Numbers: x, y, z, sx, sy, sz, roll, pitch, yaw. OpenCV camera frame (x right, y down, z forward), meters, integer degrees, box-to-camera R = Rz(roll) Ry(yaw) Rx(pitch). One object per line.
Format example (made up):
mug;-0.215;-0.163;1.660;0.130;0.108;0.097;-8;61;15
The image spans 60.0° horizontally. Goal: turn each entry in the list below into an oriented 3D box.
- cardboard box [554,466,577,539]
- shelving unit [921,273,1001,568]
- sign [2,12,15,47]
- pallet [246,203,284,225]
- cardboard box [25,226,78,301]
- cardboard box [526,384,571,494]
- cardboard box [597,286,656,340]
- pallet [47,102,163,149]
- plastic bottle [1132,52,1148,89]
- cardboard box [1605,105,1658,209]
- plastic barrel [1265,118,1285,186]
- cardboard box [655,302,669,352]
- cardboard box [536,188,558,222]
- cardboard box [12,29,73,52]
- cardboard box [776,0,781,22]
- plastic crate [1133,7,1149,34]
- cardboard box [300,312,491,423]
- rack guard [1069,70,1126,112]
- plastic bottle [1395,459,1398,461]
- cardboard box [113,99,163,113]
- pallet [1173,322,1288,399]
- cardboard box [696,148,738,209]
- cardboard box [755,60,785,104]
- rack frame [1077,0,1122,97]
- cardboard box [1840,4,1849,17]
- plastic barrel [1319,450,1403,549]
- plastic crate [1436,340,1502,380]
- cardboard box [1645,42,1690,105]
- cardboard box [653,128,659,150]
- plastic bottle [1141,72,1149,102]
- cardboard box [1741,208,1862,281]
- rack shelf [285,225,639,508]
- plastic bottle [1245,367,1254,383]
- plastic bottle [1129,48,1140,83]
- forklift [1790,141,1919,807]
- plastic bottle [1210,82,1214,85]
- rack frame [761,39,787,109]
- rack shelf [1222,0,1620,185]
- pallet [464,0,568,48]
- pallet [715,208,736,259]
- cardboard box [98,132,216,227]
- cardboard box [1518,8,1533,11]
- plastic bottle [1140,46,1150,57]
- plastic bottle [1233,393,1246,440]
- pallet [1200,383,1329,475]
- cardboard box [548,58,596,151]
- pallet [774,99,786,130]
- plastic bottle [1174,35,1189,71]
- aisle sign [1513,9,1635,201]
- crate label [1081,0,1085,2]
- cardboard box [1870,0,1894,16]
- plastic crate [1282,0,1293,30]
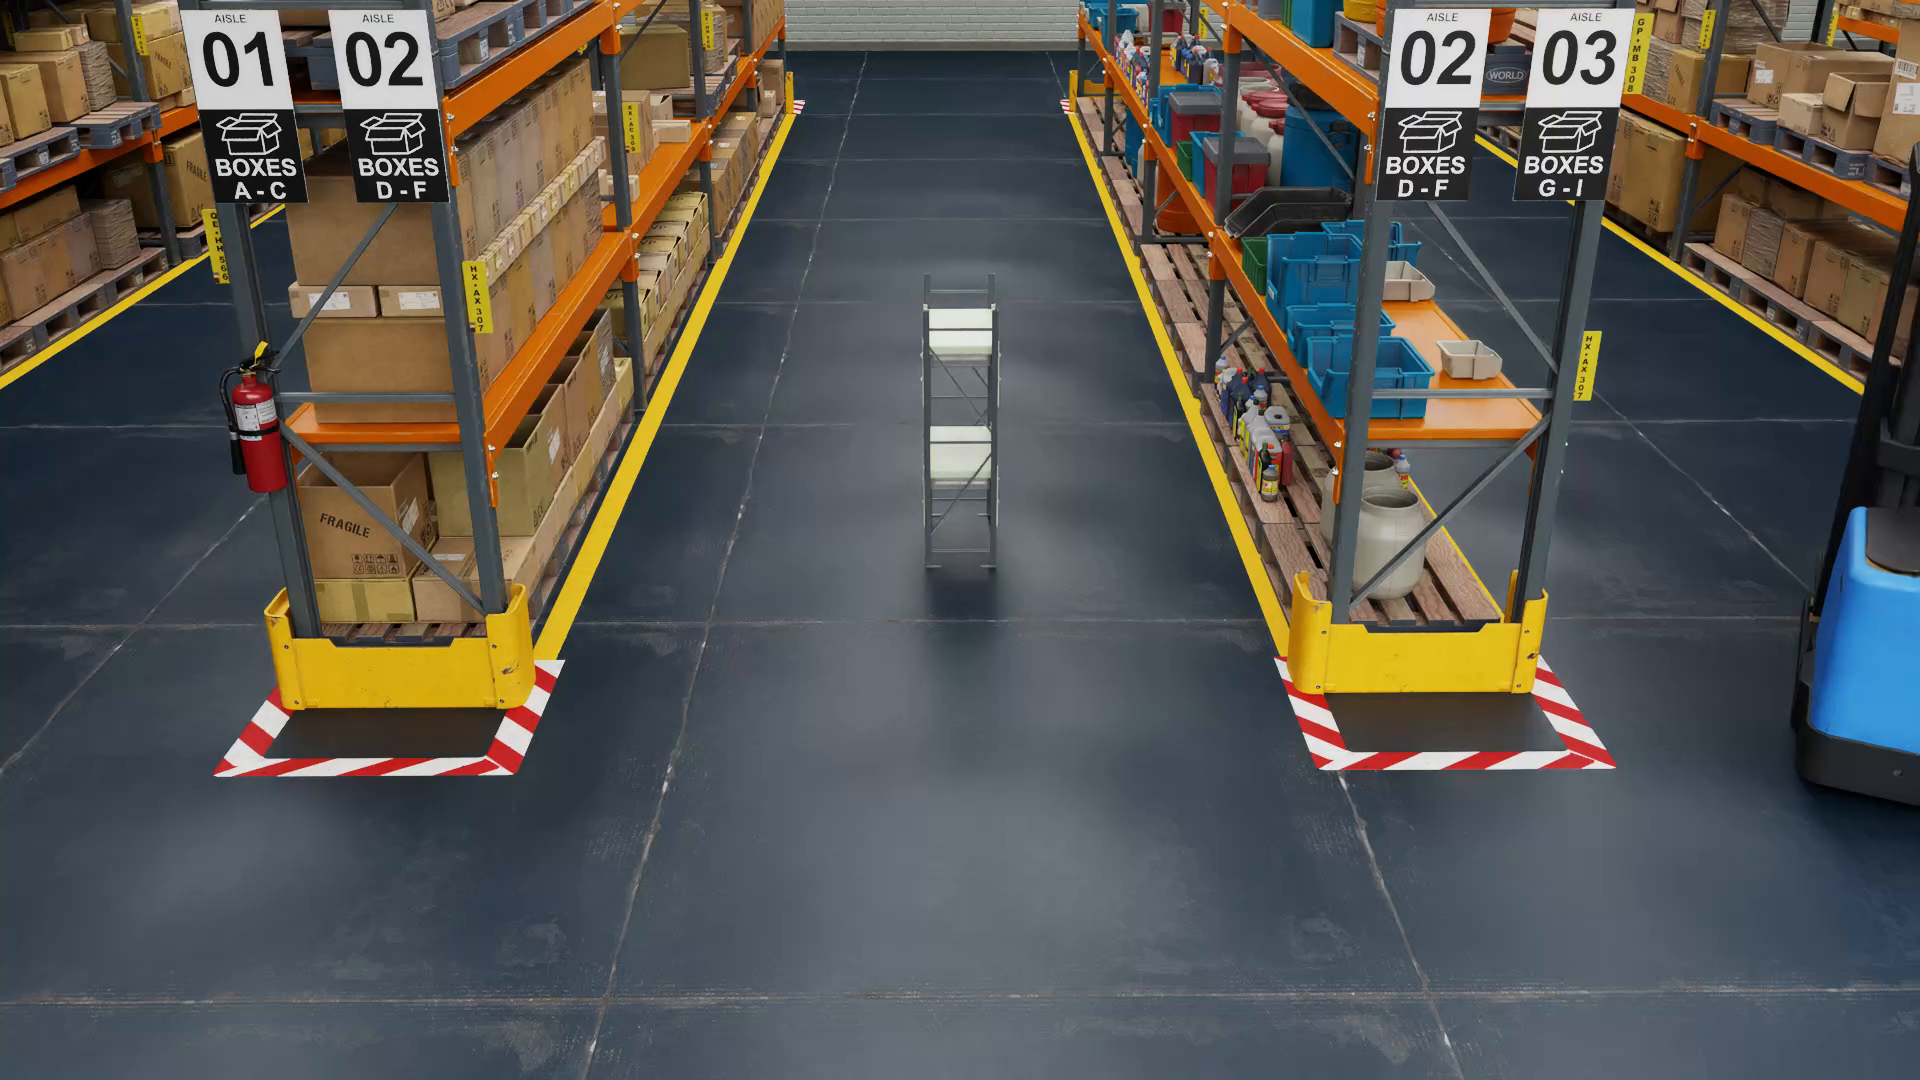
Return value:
cardboard box;-2.477;-0.211;9.403;0.500;0.250;0.500;0;24;-1
shelving unit;0.000;-0.681;9.435;0.431;1.500;0.755;0;24;-1
sign;-8.276;-4.435;14.510;0.100;0.325;0.005;0;24;-1
pallet;-7.664;-3.467;17.160;1.003;0.211;1.213;0;24;-1
cardboard box;-7.737;-2.259;13.604;0.700;0.500;0.500;0;24;-1
cardboard box;-2.489;-0.553;9.249;0.500;0.500;0.500;0;24;-1
cardboard box;-2.479;-1.652;11.909;0.500;0.311;0.500;0;24;0
pallet;-7.606;-3.530;14.149;1.213;0.211;1.003;0;24;-1
plastic bottle;1.782;-4.635;16.417;0.144;0.351;0.185;0;24;-1
cardboard box;7.150;-3.853;16.698;1.225;0.875;0.875;0;24;0
plastic barrel;2.438;-2.764;12.057;0.433;0.535;0.433;0;24;0
cardboard box;-2.484;-1.603;12.482;0.500;0.250;0.500;0;24;1
cardboard box;-2.488;-1.884;9.367;0.380;0.149;0.250;1;24;1
cardboard box;-7.668;-4.178;13.906;0.380;0.149;0.250;-4;25;-9
cardboard box;-2.568;-6.880;21.200;0.500;0.500;0.500;0;24;0
plastic crate;2.310;-6.207;19.905;0.437;0.282;0.530;0;24;-1
cardboard box;-2.672;-0.876;7.926;0.700;0.500;0.500;0;24;-1
rack guard;2.085;-6.123;22.682;1.175;0.500;0.348;0;24;-1
plastic bottle;2.564;-0.376;9.803;0.097;0.201;0.097;0;24;0
cardboard box;-7.493;-3.942;15.107;0.380;0.149;0.250;-1;24;-1
pallet;2.182;-1.360;12.501;1.003;0.211;1.213;0;24;-1
cardboard box;-2.498;-3.608;16.586;0.500;0.500;0.500;-1;24;-1
cardboard box;-2.602;-6.070;22.030;0.500;0.500;0.500;0;24;-1
rack frame;2.099;-7.252;22.145;1.000;3.000;0.127;0;24;-1
cardboard box;11.732;-6.901;21.673;0.380;0.149;0.250;1;24;1
plastic barrel;2.184;-0.194;9.049;0.421;0.512;0.421;0;24;0
plastic crate;2.585;-0.909;8.440;0.298;0.136;0.250;0;24;-1
cardboard box;6.886;-4.431;15.786;0.500;0.500;0.500;0;24;-1
cardboard box;-2.697;-3.295;13.701;0.380;0.149;0.250;2;24;3
plastic bottle;1.767;-4.285;15.740;0.097;0.271;0.097;0;24;0
cardboard box;7.185;-2.535;14.214;0.700;0.500;0.500;-2;24;-5
rack shelf;-2.702;-1.135;9.492;1.077;0.370;4.000;0;24;-1
plastic bottle;1.932;-1.004;11.093;0.061;0.283;0.133;0;24;-1
plastic bottle;1.779;-4.766;16.707;0.144;0.351;0.185;0;24;-1
forklift;4.800;-0.685;7.707;1.130;2.935;3.031;12;27;24
plastic bottle;2.352;-4.078;15.277;0.152;0.276;0.135;0;24;-1
rack frame;-2.855;-7.231;22.099;1.000;3.000;0.127;0;24;-1
rack shelf;2.251;-2.522;8.920;1.077;0.370;4.000;0;24;-1
pallet;-2.678;-2.760;8.680;1.003;0.211;1.213;0;24;-1
pallet;-2.738;-2.972;16.065;1.003;0.211;1.213;0;24;-1
cardboard box;-7.597;-3.427;15.785;0.750;0.750;0.750;-1;24;-1
cardboard box;6.820;-6.087;19.390;0.500;0.250;0.500;0;24;1
plastic bottle;1.929;-4.974;17.258;0.152;0.276;0.135;0;24;-1
plastic bottle;1.786;-0.790;10.618;0.061;0.283;0.133;1;24;2
pallet;2.195;-0.760;11.174;1.003;0.211;1.213;0;24;-1
cardboard box;-2.712;-2.740;10.474;0.700;0.500;0.500;0;24;0
pallet;-2.844;-5.601;21.878;1.003;0.211;1.213;0;24;-1
plastic bottle;2.337;-5.127;17.506;0.144;0.351;0.185;0;24;-1
aisle sign;2.567;-1.815;6.969;0.394;0.787;0.004;0;24;-1
crate label;1.772;-7.100;21.939;0.416;0.233;0.303;0;24;-1
cardboard box;11.765;-6.828;20.724;0.500;0.500;0.500;0;24;0
plastic crate;1.974;-2.926;9.197;0.336;0.188;0.450;0;24;-1
